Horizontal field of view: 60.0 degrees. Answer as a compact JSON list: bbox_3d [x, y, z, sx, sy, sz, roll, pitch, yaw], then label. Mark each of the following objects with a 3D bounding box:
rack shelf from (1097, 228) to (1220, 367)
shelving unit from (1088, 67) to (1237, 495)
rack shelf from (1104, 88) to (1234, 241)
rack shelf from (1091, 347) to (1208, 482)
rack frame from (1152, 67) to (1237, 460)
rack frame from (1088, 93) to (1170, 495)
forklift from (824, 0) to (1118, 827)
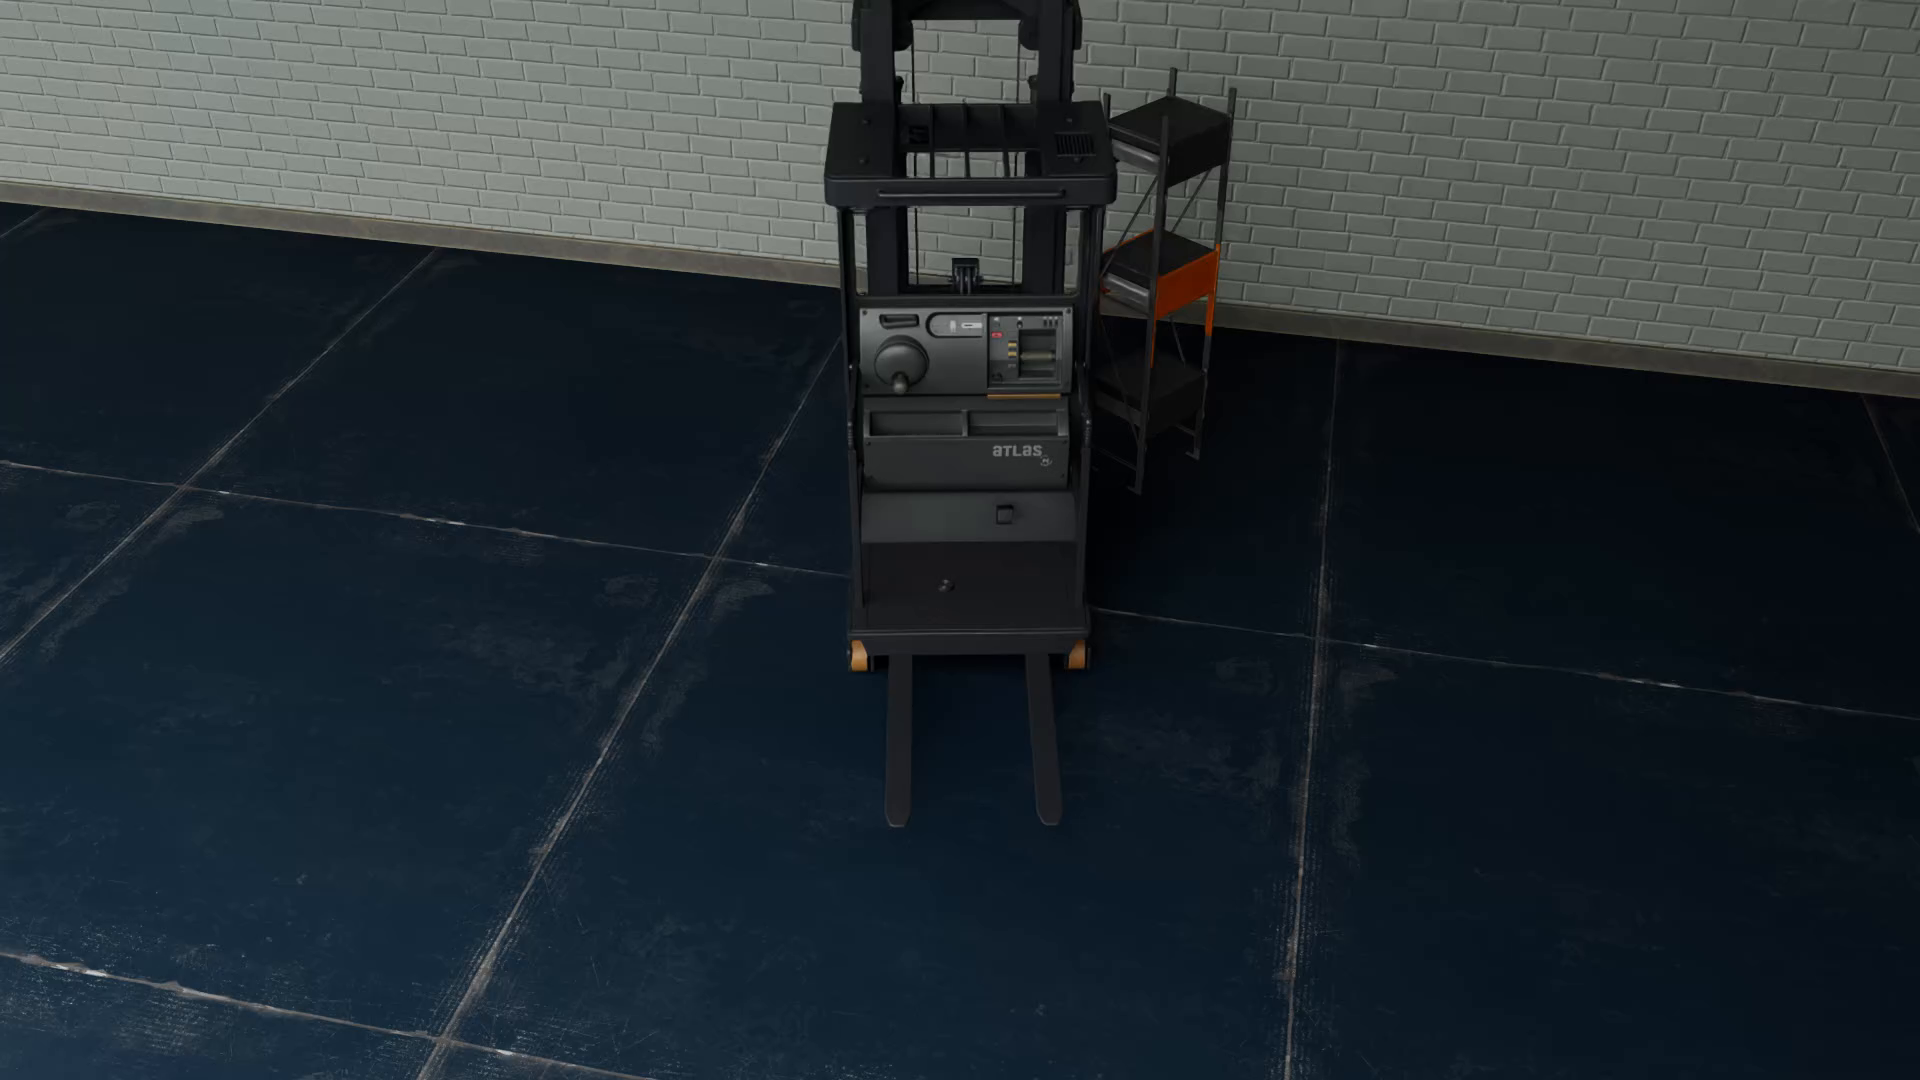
[{"bbox_3d":[0.996,-1.265,8.500,0.480,0.518,0.431,-30,45,-34],"label":"rack shelf"},{"bbox_3d":[0.996,-1.276,8.492,0.503,2.100,0.431,-30,45,-34],"label":"shelving unit"},{"bbox_3d":[0.996,-1.832,8.089,0.480,0.518,0.431,-30,45,-34],"label":"rack shelf"},{"bbox_3d":[0.996,-0.699,8.911,0.480,0.518,0.431,-30,45,-34],"label":"rack shelf"},{"bbox_3d":[1.172,-1.376,8.630,0.015,2.100,0.400,-30,45,-34],"label":"rack frame"},{"bbox_3d":[0.821,-1.177,8.355,0.015,2.100,0.400,-30,45,-34],"label":"rack frame"},{"bbox_3d":[0.034,-0.765,7.079,1.130,2.935,3.031,-1,36,-1],"label":"forklift"}]
